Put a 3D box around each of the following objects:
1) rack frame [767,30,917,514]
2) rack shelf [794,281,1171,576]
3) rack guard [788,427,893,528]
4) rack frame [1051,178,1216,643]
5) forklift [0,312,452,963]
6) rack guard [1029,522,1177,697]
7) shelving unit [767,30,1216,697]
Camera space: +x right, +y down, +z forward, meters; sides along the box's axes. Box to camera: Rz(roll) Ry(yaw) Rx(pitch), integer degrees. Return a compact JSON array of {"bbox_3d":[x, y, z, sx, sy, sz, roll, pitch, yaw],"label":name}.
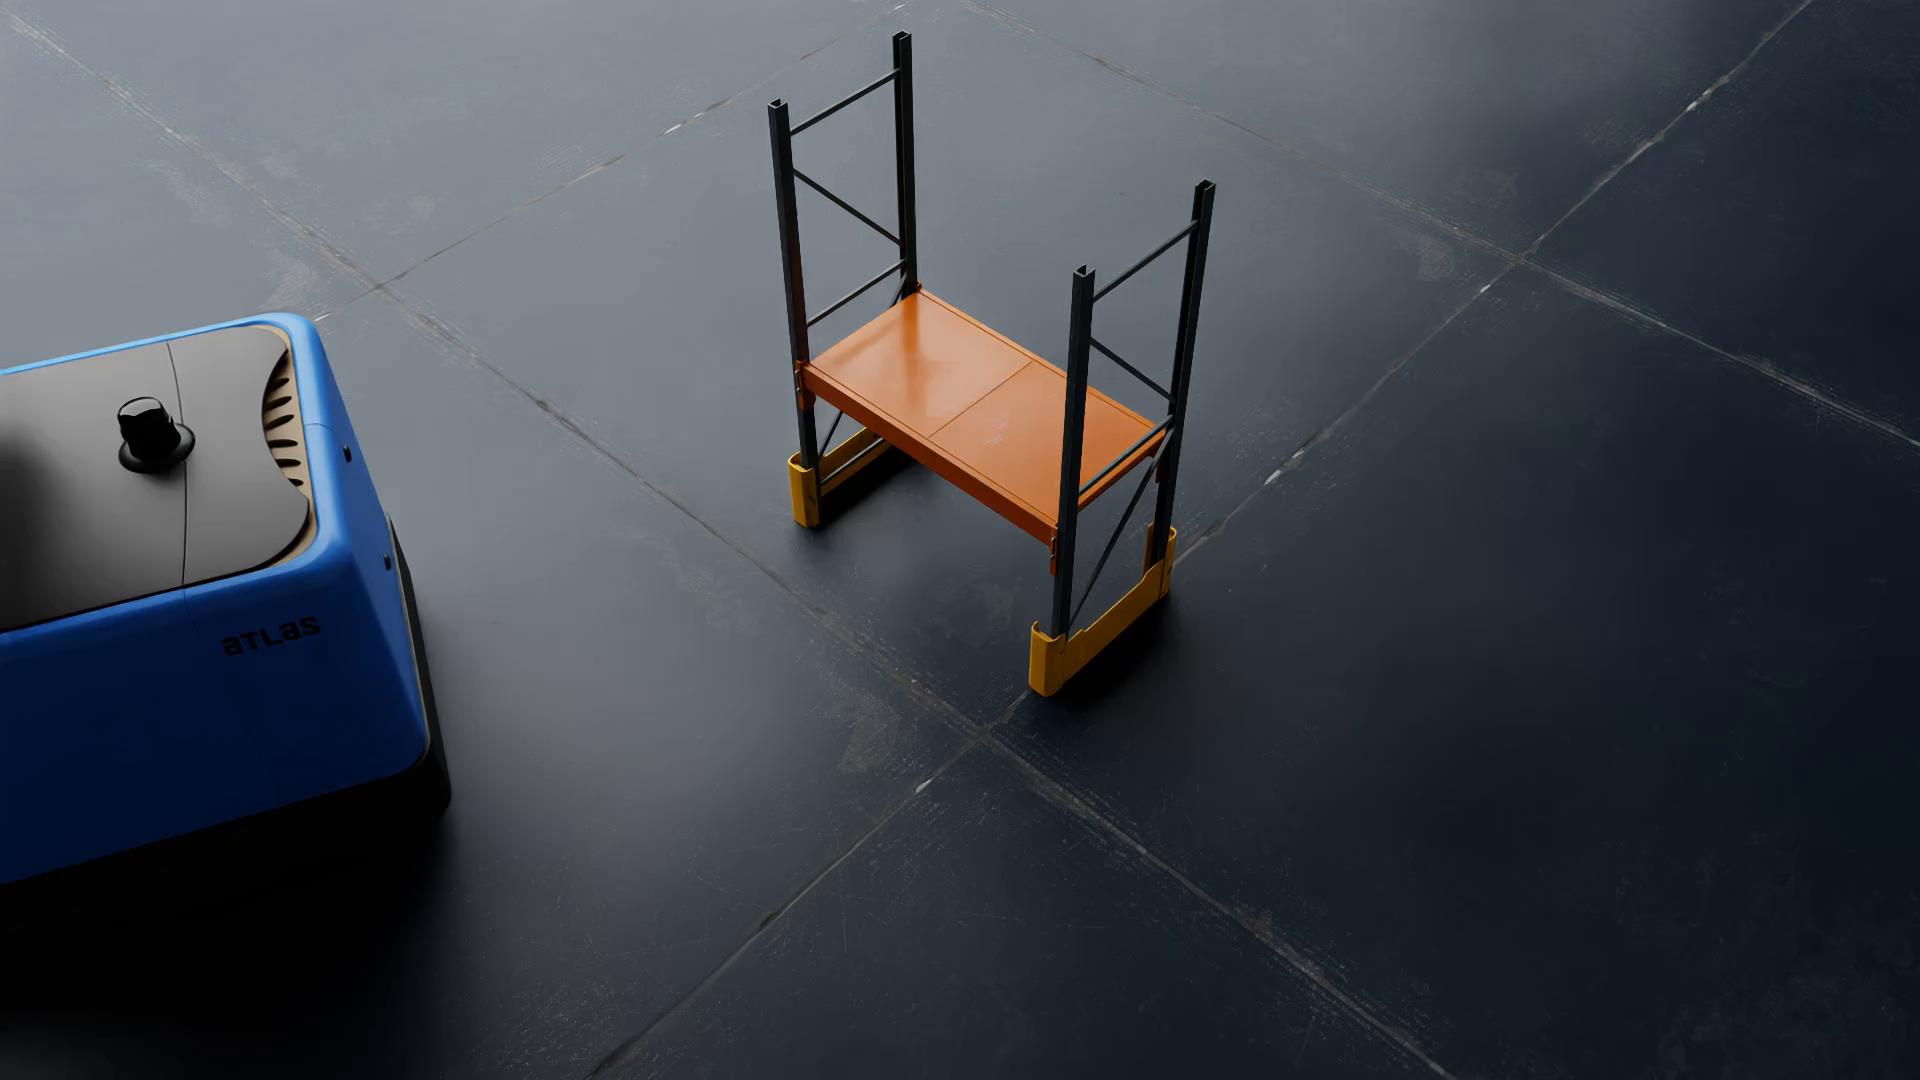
[{"bbox_3d":[-0.311,-0.723,4.900,0.032,1.500,0.500,34,55,28],"label":"rack frame"},{"bbox_3d":[0.063,-0.348,4.795,1.000,0.185,0.538,34,55,28],"label":"rack shelf"},{"bbox_3d":[-0.310,-0.294,5.355,0.087,0.250,0.587,34,55,28],"label":"rack guard"},{"bbox_3d":[0.436,-0.220,4.428,0.032,1.500,0.500,34,55,28],"label":"rack frame"},{"bbox_3d":[-2.948,-0.183,3.411,3.031,2.935,1.130,-15,49,-14],"label":"forklift"},{"bbox_3d":[0.422,0.198,4.892,0.087,0.250,0.587,34,55,28],"label":"rack guard"},{"bbox_3d":[0.056,-0.476,4.668,1.083,1.500,0.587,34,55,28],"label":"shelving unit"}]
